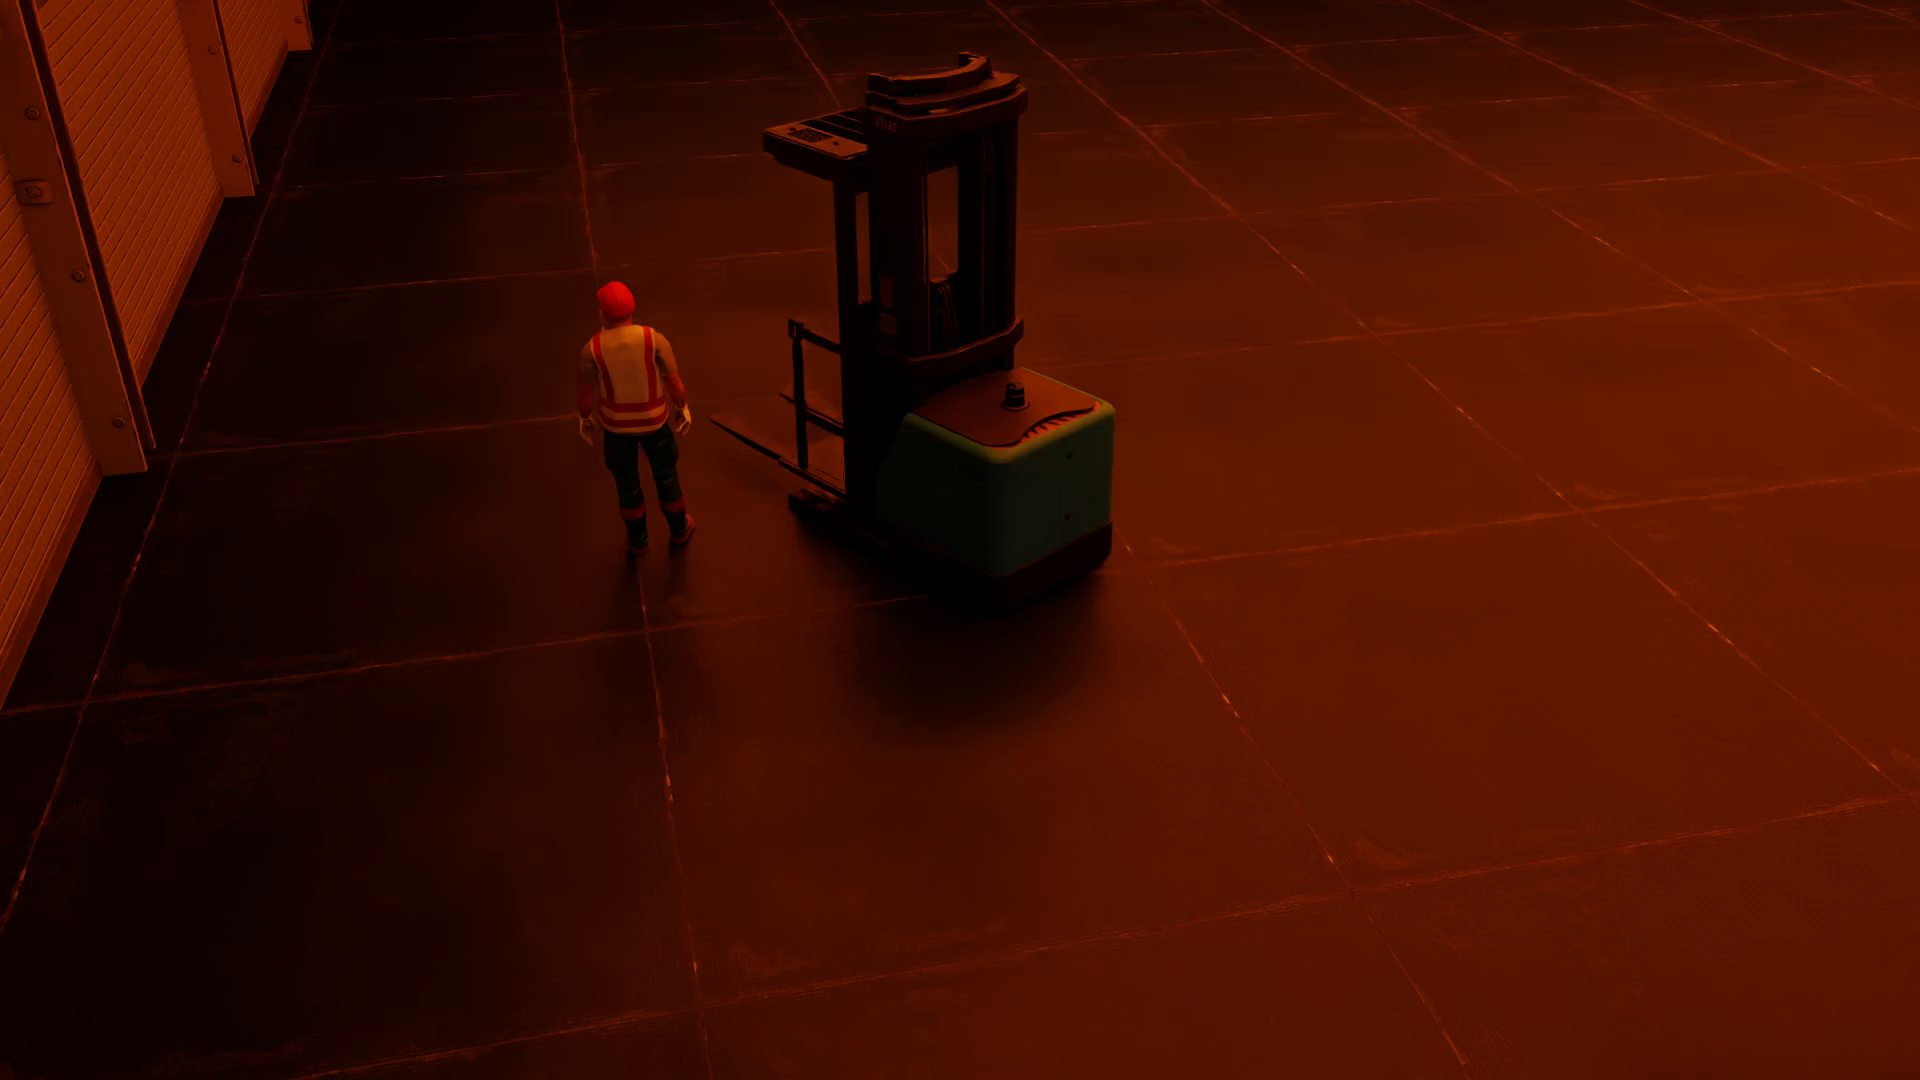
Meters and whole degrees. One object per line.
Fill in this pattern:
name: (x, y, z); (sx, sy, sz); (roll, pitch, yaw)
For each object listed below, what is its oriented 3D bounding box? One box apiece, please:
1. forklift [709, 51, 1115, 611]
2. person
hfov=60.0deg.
forklift: (-0.456, -1.498, 10.162); (1.130, 2.935, 3.031); (-26, 39, -37)
person: (-1.955, -0.745, 9.999); (0.660, 1.795, 0.521); (-6, 31, -10)
